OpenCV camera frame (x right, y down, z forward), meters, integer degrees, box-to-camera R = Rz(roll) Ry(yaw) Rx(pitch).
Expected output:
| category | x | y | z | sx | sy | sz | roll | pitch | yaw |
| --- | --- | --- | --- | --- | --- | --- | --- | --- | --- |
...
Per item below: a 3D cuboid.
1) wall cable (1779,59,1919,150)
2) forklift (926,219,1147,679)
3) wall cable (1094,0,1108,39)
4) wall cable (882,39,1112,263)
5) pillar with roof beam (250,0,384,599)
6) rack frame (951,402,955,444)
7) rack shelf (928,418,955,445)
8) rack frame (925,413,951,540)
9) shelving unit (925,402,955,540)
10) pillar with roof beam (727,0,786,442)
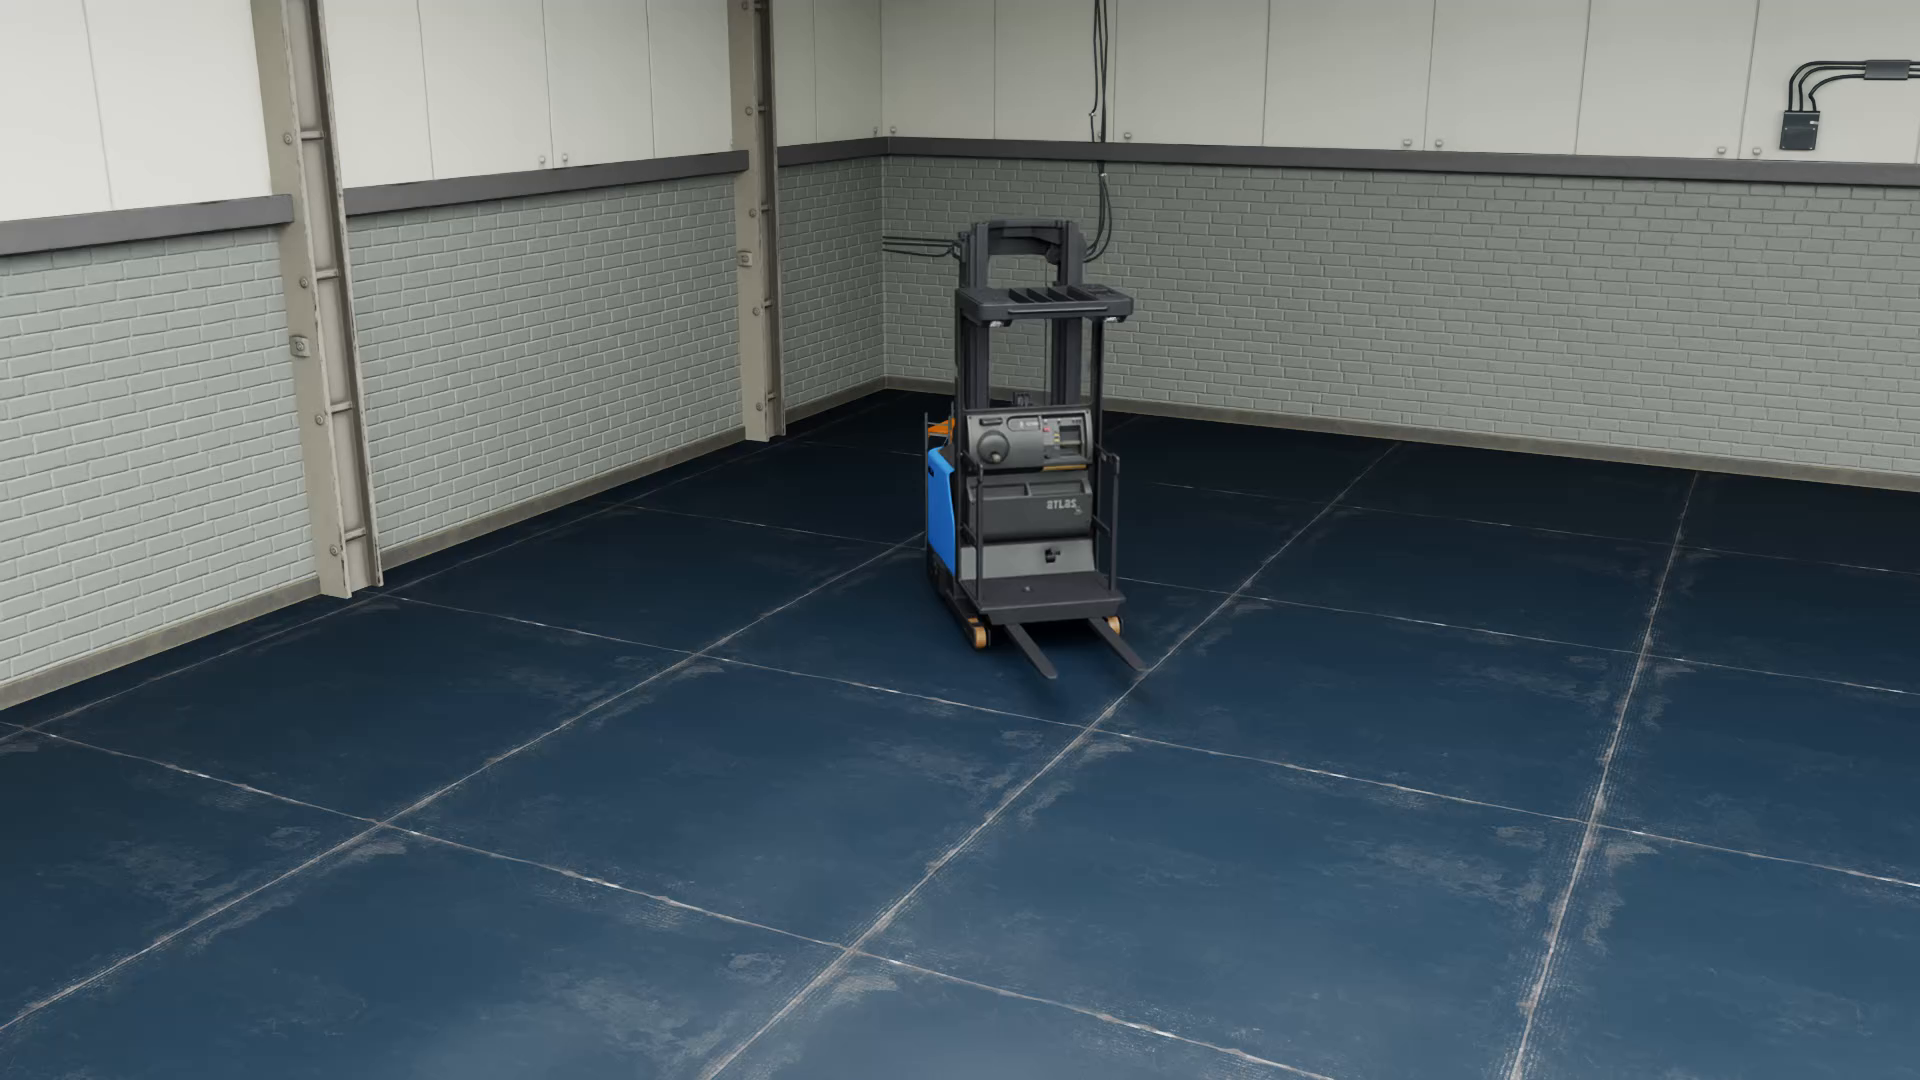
| category | x | y | z | sx | sy | sz | roll | pitch | yaw |
| --- | --- | --- | --- | --- | --- | --- | --- | --- | --- |
| wall cable | 8.829 | -6.454 | 14.477 | 2.305 | 6.003 | 0.169 | 8 | 18 | 25 |
| forklift | 0.558 | -0.741 | 11.872 | 1.130 | 2.935 | 3.031 | -4 | 17 | -12 |
| wall cable | 2.763 | -6.624 | 17.606 | 3.097 | 2.526 | 0.112 | 8 | 18 | 25 |
| wall cable | 0.343 | -4.547 | 19.484 | 3.097 | 2.526 | 0.112 | 8 | 18 | 25 |
| pillar with roof beam | -0.986 | -3.378 | 10.092 | 9.100 | 9.000 | 0.400 | 8 | 18 | 25 |
| rack frame | 0.035 | -0.595 | 14.421 | 0.240 | 1.200 | 0.015 | 8 | 18 | 25 |
| rack shelf | -0.074 | -0.910 | 14.100 | 0.258 | 0.148 | 0.480 | 8 | 18 | 25 |
| rack frame | -0.183 | -0.471 | 14.002 | 0.240 | 1.200 | 0.015 | 8 | 18 | 25 |
| shelving unit | -0.074 | -0.533 | 14.212 | 0.258 | 1.200 | 0.503 | 8 | 18 | 25 |
| pillar with roof beam | 1.695 | -4.906 | 15.237 | 9.100 | 9.000 | 0.400 | 8 | 18 | 25 |
